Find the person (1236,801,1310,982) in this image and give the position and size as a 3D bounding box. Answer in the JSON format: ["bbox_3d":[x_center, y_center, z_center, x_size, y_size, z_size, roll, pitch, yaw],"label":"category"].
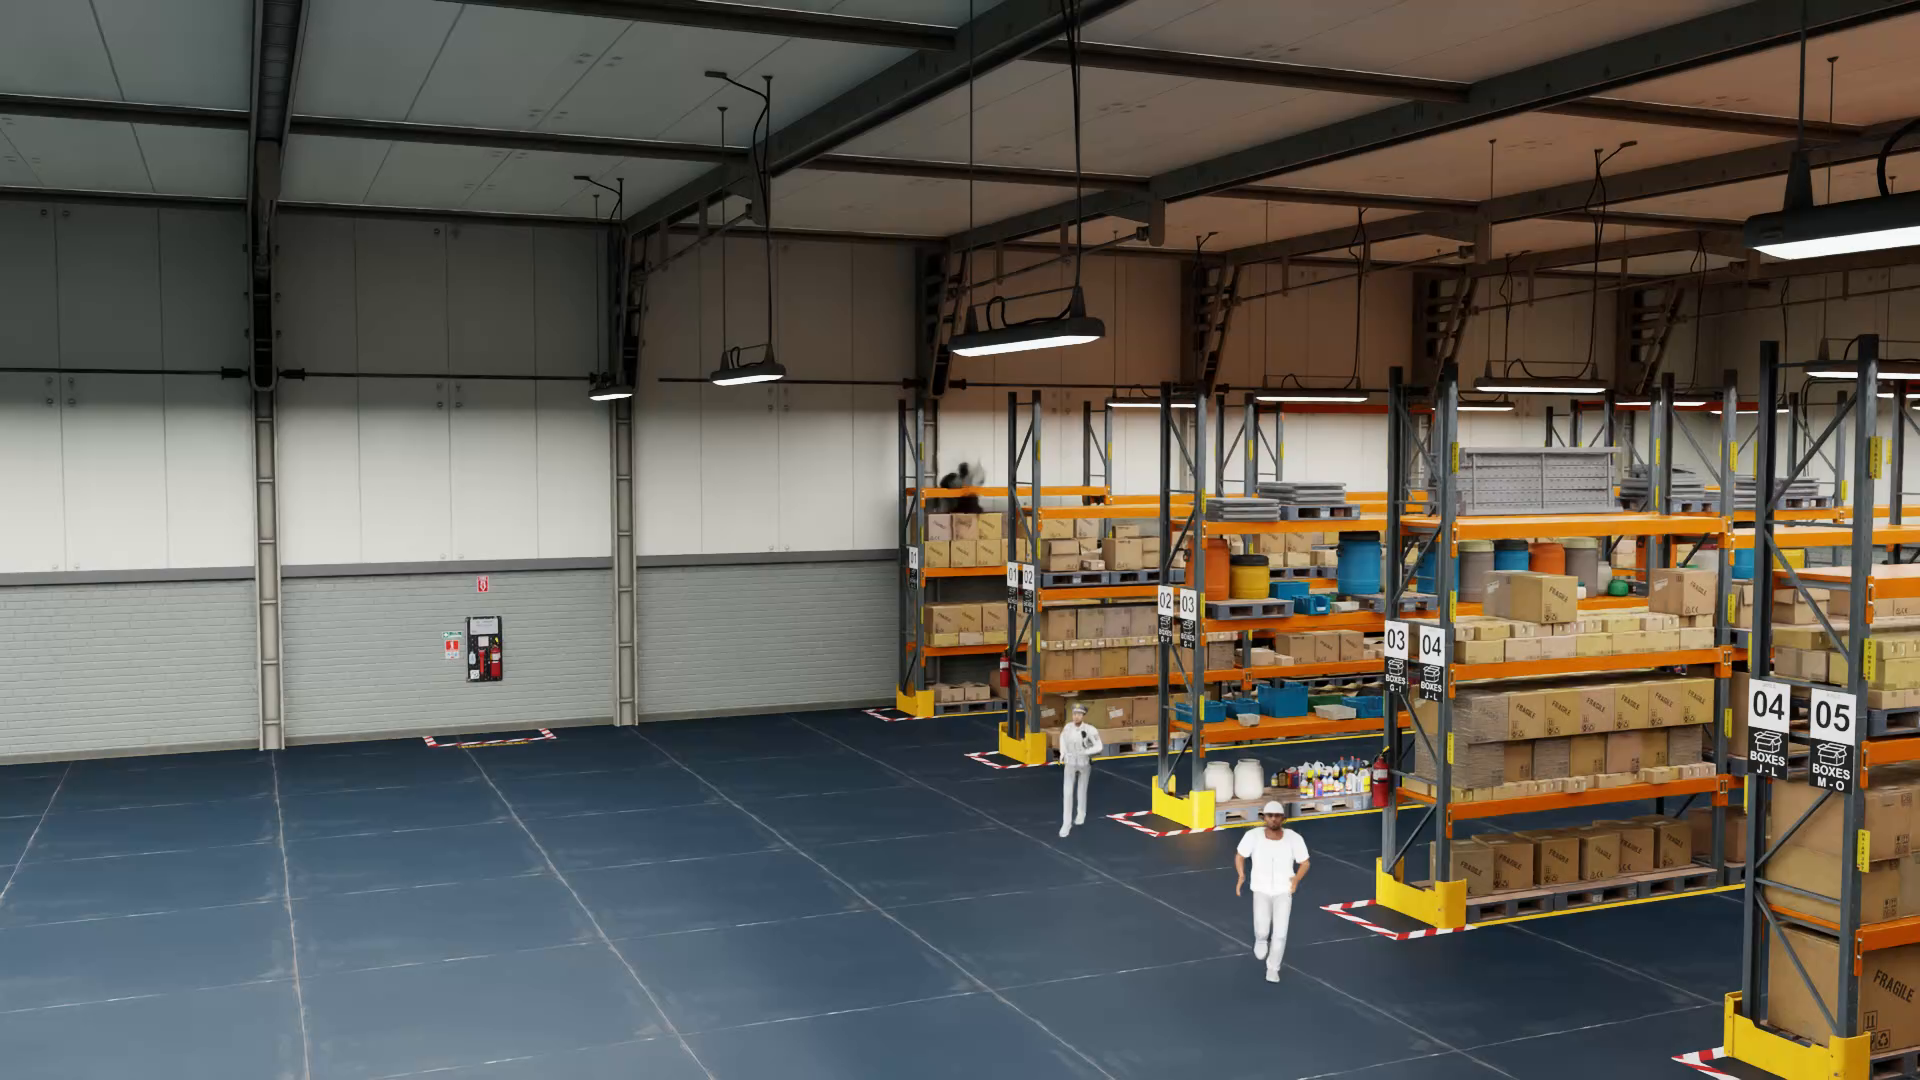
[{"bbox_3d":[3.013,3.368,16.025,0.711,1.720,0.590,1,3,10],"label":"person"}]

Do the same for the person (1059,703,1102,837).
[{"bbox_3d":[1.598,3.014,22.077,0.612,1.731,0.806,1,3,14],"label":"person"}]
